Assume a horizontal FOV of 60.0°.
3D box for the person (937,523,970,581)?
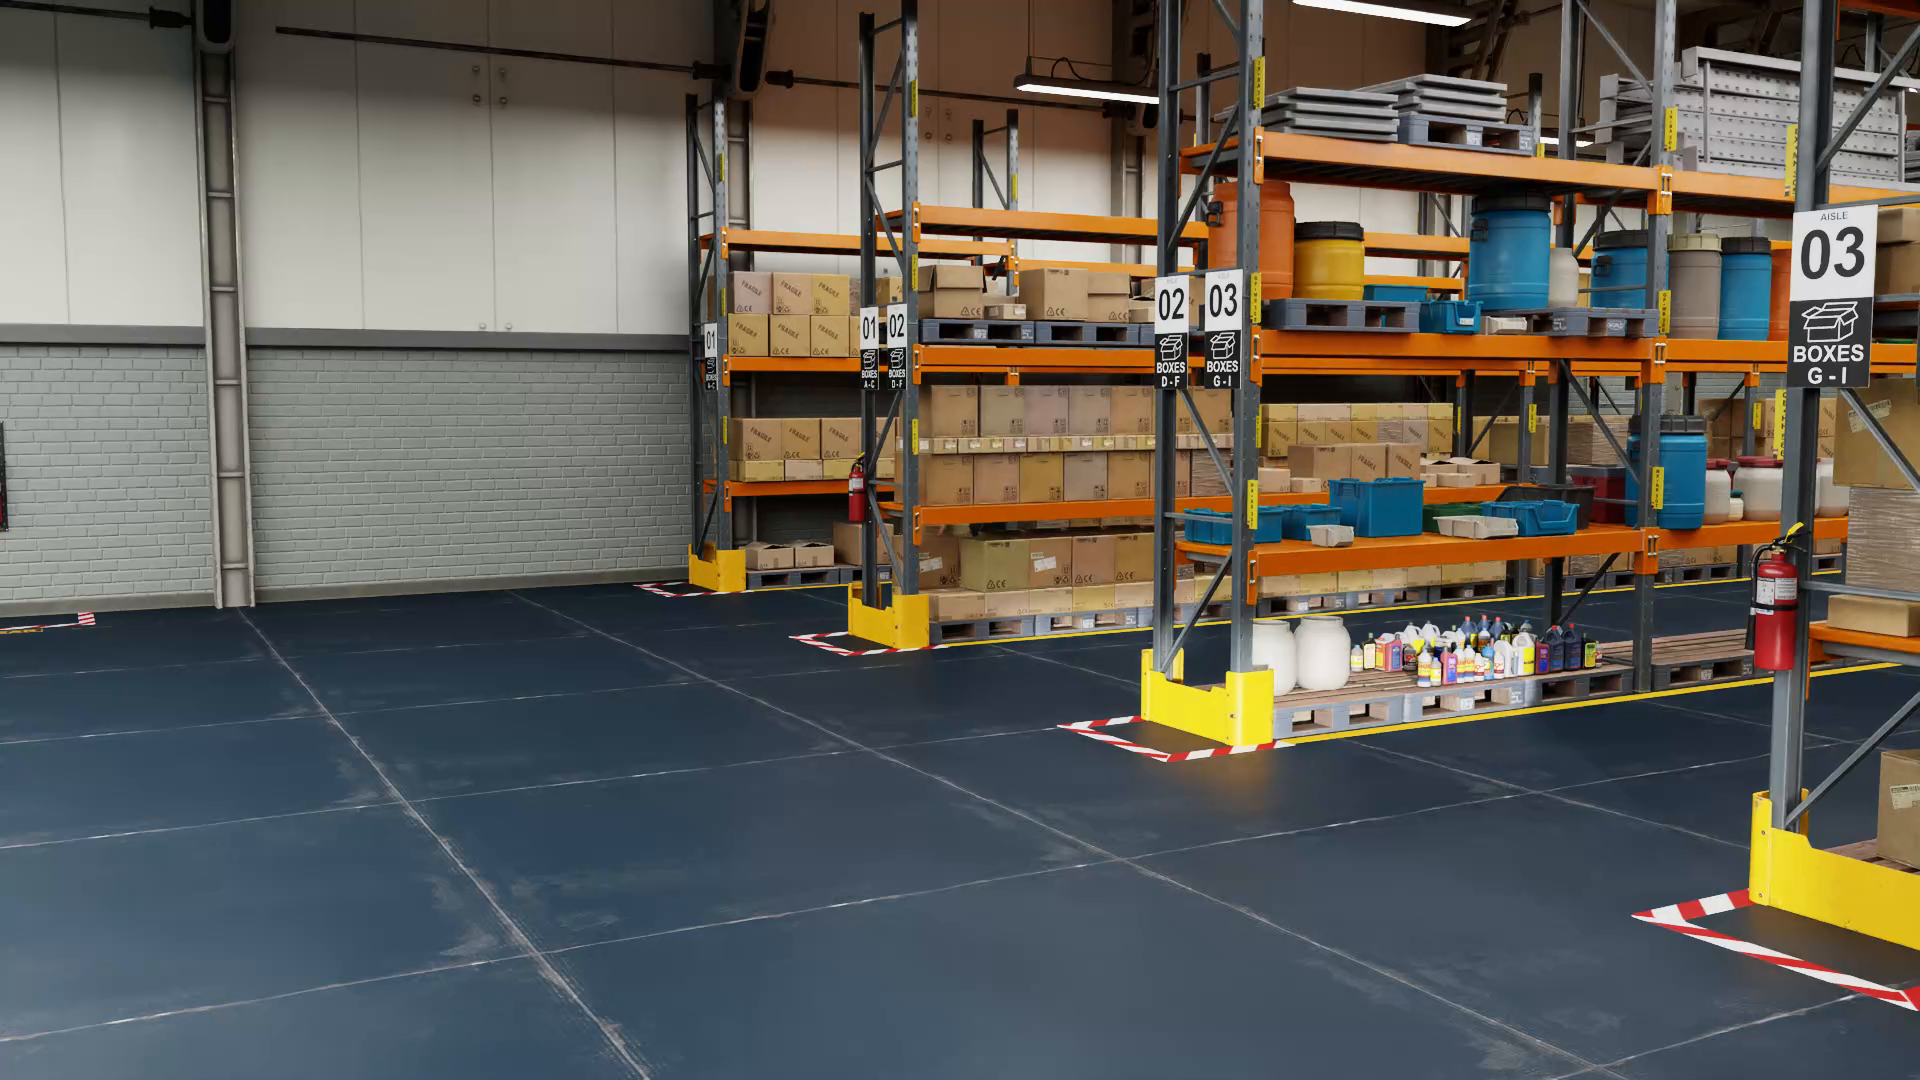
[{"bbox_3d":[-0.152,-0.038,18.043,0.521,1.654,0.409,-3,6,-30],"label":"person"}]
